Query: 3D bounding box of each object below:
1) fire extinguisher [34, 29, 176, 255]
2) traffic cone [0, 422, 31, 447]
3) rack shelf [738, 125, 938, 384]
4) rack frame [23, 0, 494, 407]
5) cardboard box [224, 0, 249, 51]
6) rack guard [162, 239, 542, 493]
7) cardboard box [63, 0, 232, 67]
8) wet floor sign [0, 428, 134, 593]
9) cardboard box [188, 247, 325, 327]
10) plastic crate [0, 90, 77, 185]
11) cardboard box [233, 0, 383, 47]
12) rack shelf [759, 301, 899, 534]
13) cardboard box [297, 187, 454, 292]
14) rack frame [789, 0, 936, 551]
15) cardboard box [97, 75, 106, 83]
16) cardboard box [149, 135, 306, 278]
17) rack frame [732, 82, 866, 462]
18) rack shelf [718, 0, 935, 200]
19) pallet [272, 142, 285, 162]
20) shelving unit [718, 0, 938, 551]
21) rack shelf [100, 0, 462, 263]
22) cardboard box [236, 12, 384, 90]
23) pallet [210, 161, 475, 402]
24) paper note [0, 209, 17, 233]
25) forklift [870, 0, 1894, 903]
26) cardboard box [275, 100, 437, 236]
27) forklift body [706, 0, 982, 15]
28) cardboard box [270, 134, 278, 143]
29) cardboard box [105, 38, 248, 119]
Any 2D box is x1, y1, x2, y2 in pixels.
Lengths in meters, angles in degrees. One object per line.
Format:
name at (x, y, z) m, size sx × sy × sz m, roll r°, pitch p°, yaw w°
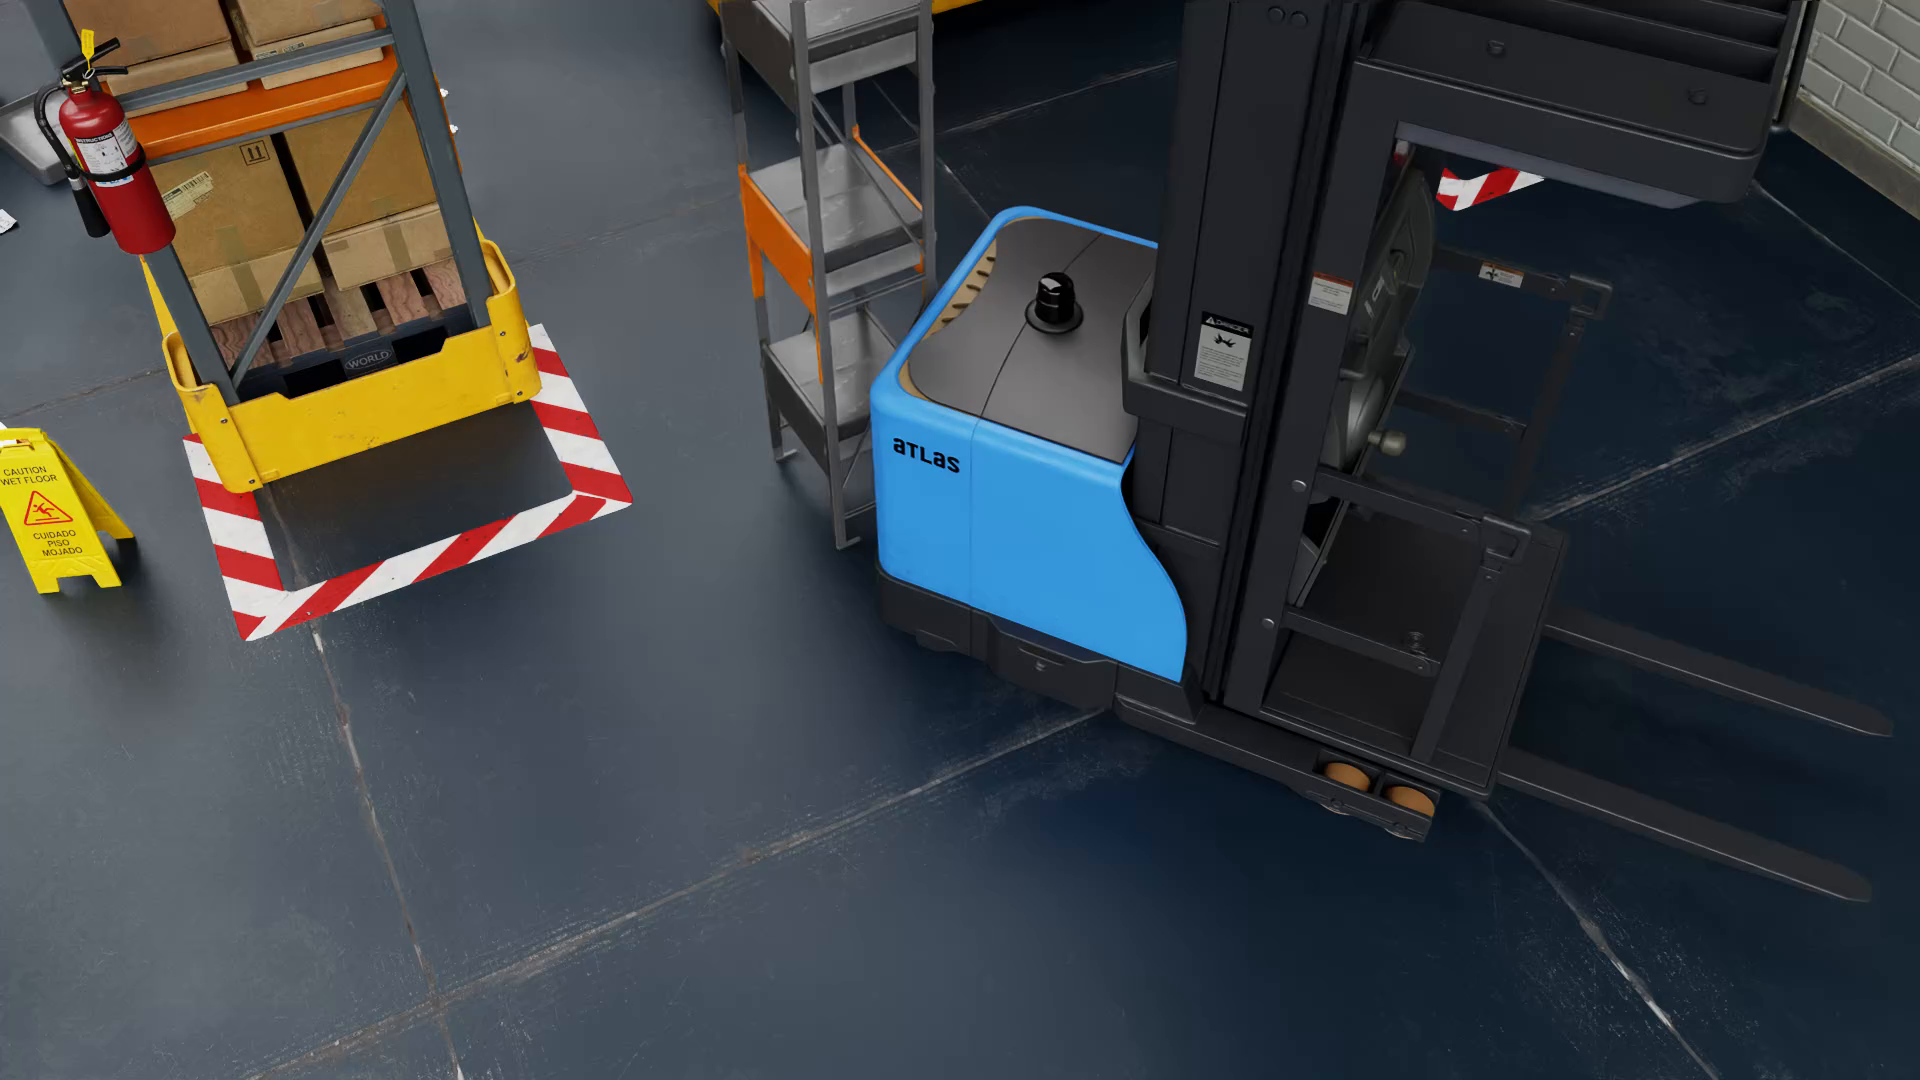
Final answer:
fire extinguisher at (-2.471, -1.140, 4.806) m, size 0.296 × 0.674 × 0.183 m, roll -21°, pitch 52°, yaw -18°
traffic cone at (-3.458, -0.409, 5.801) m, size 0.336 × 0.463 × 0.334 m, roll -21°, pitch 52°, yaw -18°
rack shelf at (-0.373, -0.885, 5.147) m, size 0.431 × 0.518 × 0.480 m, roll -24°, pitch 53°, yaw -19°
rack frame at (-2.114, -1.401, 4.983) m, size 1.000 × 3.000 × 0.127 m, roll -21°, pitch 52°, yaw -18°
cardboard box at (-2.214, -1.781, 5.482) m, size 0.380 × 0.149 × 0.250 m, roll -20°, pitch 52°, yaw -17°
rack guard at (-2.149, -0.629, 5.968) m, size 1.175 × 0.500 × 0.348 m, roll -21°, pitch 52°, yaw -18°
cardboard box at (-2.607, -1.800, 5.068) m, size 0.500 × 0.500 × 0.500 m, roll -22°, pitch 52°, yaw -18°
wet floor sign at (-2.978, -0.130, 5.435) m, size 0.267 × 0.644 × 0.232 m, roll -5°, pitch 49°, yaw -5°
cardboard box at (-2.734, -1.098, 6.266) m, size 0.500 × 0.250 × 0.500 m, roll -21°, pitch 52°, yaw -18°
plastic crate at (-3.955, -1.784, 7.257) m, size 0.583 × 0.080 × 0.402 m, roll 35°, pitch 57°, yaw 27°
cardboard box at (-2.084, -1.944, 5.194) m, size 0.500 × 0.500 × 0.500 m, roll -22°, pitch 52°, yaw -18°
rack shelf at (-0.374, -0.424, 5.674) m, size 0.431 × 0.518 × 0.480 m, roll -24°, pitch 53°, yaw -19°
cardboard box at (-2.237, -1.269, 6.415) m, size 0.500 × 0.250 × 0.500 m, roll -22°, pitch 52°, yaw -18°
rack frame at (-0.250, -0.735, 4.998) m, size 0.400 × 2.100 × 0.015 m, roll -24°, pitch 53°, yaw -19°
cardboard box at (-2.690, -1.626, 5.346) m, size 0.380 × 0.149 × 0.250 m, roll -22°, pitch 52°, yaw -18°
cardboard box at (-2.712, -1.327, 5.968) m, size 0.500 × 0.500 × 0.500 m, roll -21°, pitch 52°, yaw -17°
rack frame at (-0.497, -1.052, 5.275) m, size 0.400 × 2.100 × 0.015 m, roll -24°, pitch 53°, yaw -19°
rack shelf at (-0.373, -1.346, 4.620) m, size 0.431 × 0.518 × 0.480 m, roll -24°, pitch 53°, yaw -19°
pallet at (-3.043, -1.905, 7.276) m, size 1.003 × 0.211 × 1.213 m, roll -21°, pitch 52°, yaw -18°
shelving unit at (-0.373, -0.894, 5.137) m, size 0.431 × 2.100 × 0.503 m, roll -24°, pitch 53°, yaw -19°
rack shelf at (-3.029, -2.503, 6.424) m, size 1.077 × 0.370 × 4.000 m, roll -21°, pitch 52°, yaw -18°
cardboard box at (-2.085, -1.617, 5.338) m, size 0.380 × 0.149 × 0.250 m, roll -21°, pitch 52°, yaw -17°
pallet at (-2.489, -1.090, 6.563) m, size 1.003 × 0.211 × 1.213 m, roll -21°, pitch 52°, yaw -18°
paper note at (-3.997, -1.311, 6.877) m, size 0.148 × 0.019 × 0.142 m, roll 35°, pitch 57°, yaw 27°
forklift at (1.284, -0.534, 4.270) m, size 3.031 × 2.935 × 1.130 m, roll 20°, pitch 52°, yaw 16°
cardboard box at (-2.249, -1.532, 6.146) m, size 0.500 × 0.500 × 0.500 m, roll -23°, pitch 53°, yaw -19°
forklift body at (-0.192, -3.475, 7.360) m, size 2.313 × 2.155 × 1.214 m, roll -21°, pitch 52°, yaw -18°
cardboard box at (-2.725, -1.974, 7.032) m, size 0.500 × 0.250 × 0.500 m, roll -18°, pitch 51°, yaw -15°
cardboard box at (-2.475, -1.495, 5.232) m, size 0.380 × 0.149 × 0.250 m, roll -20°, pitch 52°, yaw -16°
